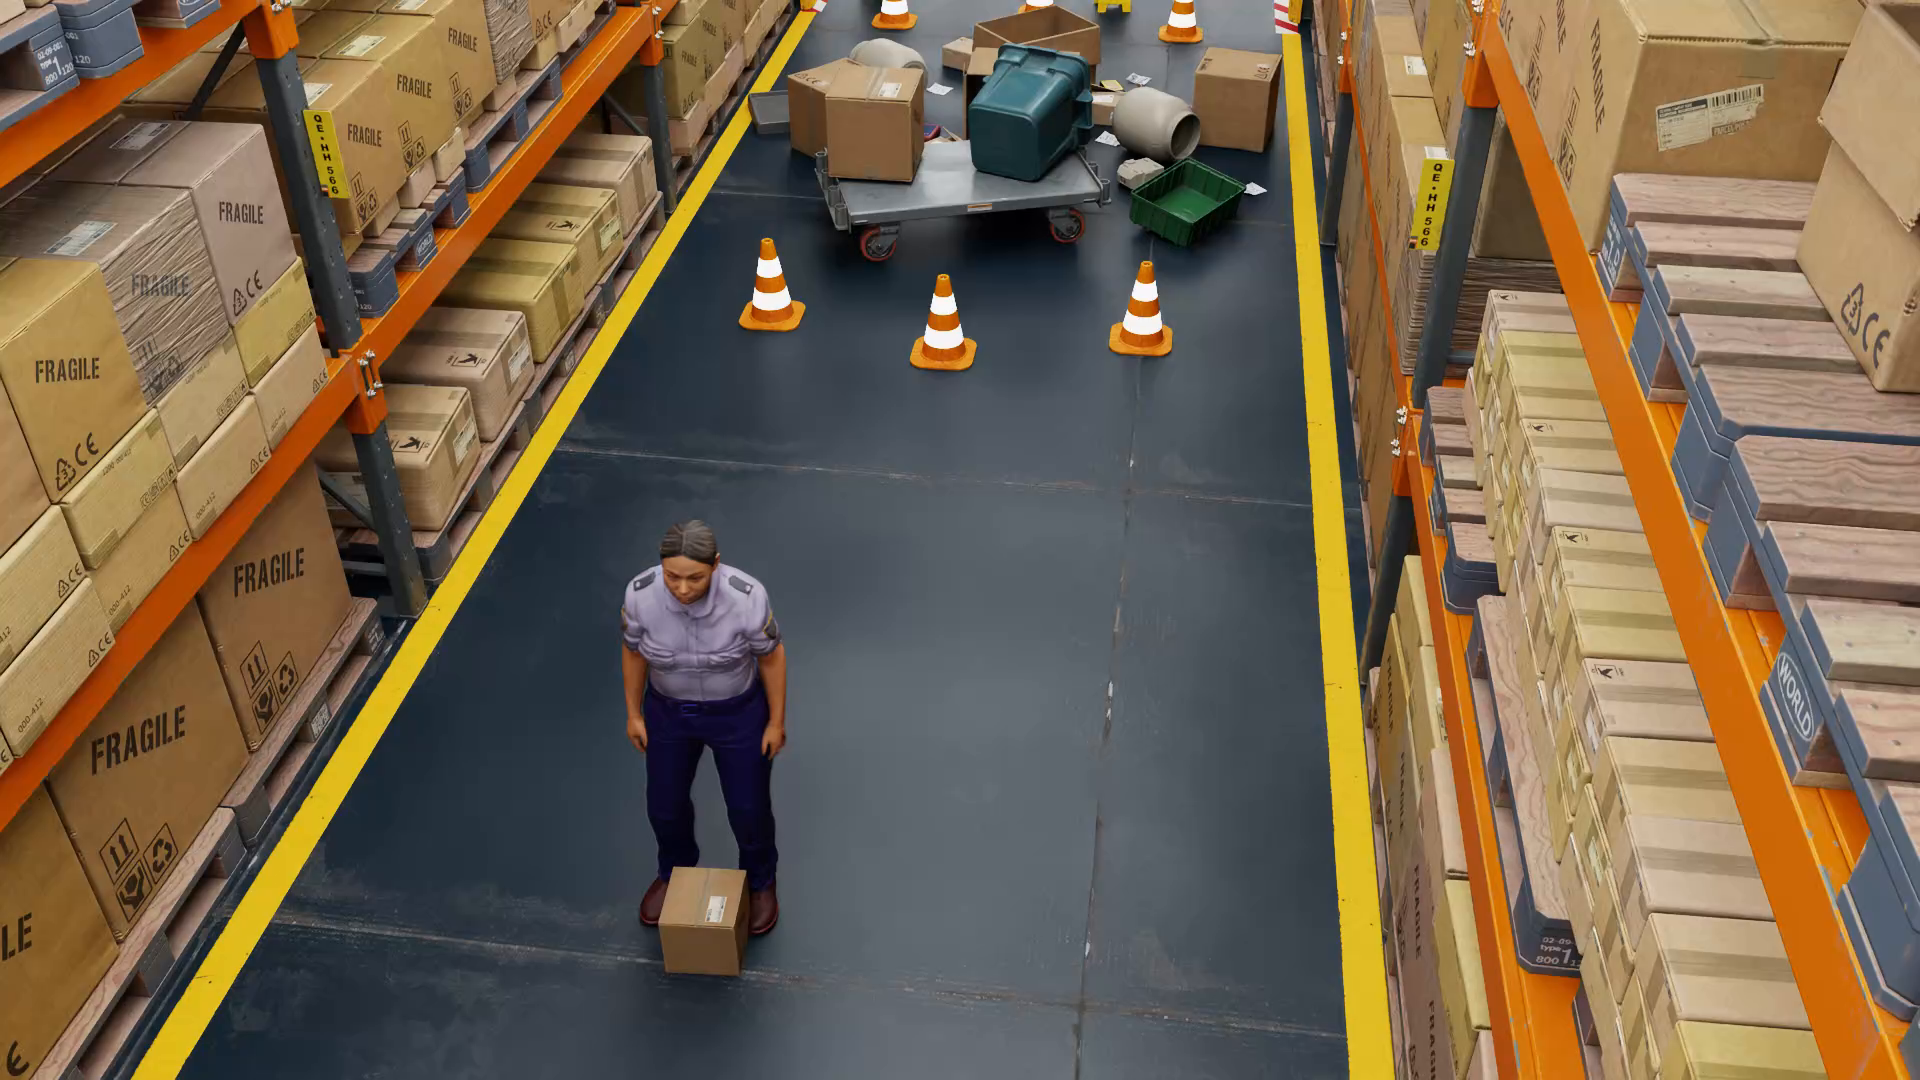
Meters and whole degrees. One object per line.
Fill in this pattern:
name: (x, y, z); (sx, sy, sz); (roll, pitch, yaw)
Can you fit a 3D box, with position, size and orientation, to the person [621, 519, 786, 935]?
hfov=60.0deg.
person: (-0.829, 0.581, 5.367); (0.555, 1.650, 0.377); (2, 36, 3)
